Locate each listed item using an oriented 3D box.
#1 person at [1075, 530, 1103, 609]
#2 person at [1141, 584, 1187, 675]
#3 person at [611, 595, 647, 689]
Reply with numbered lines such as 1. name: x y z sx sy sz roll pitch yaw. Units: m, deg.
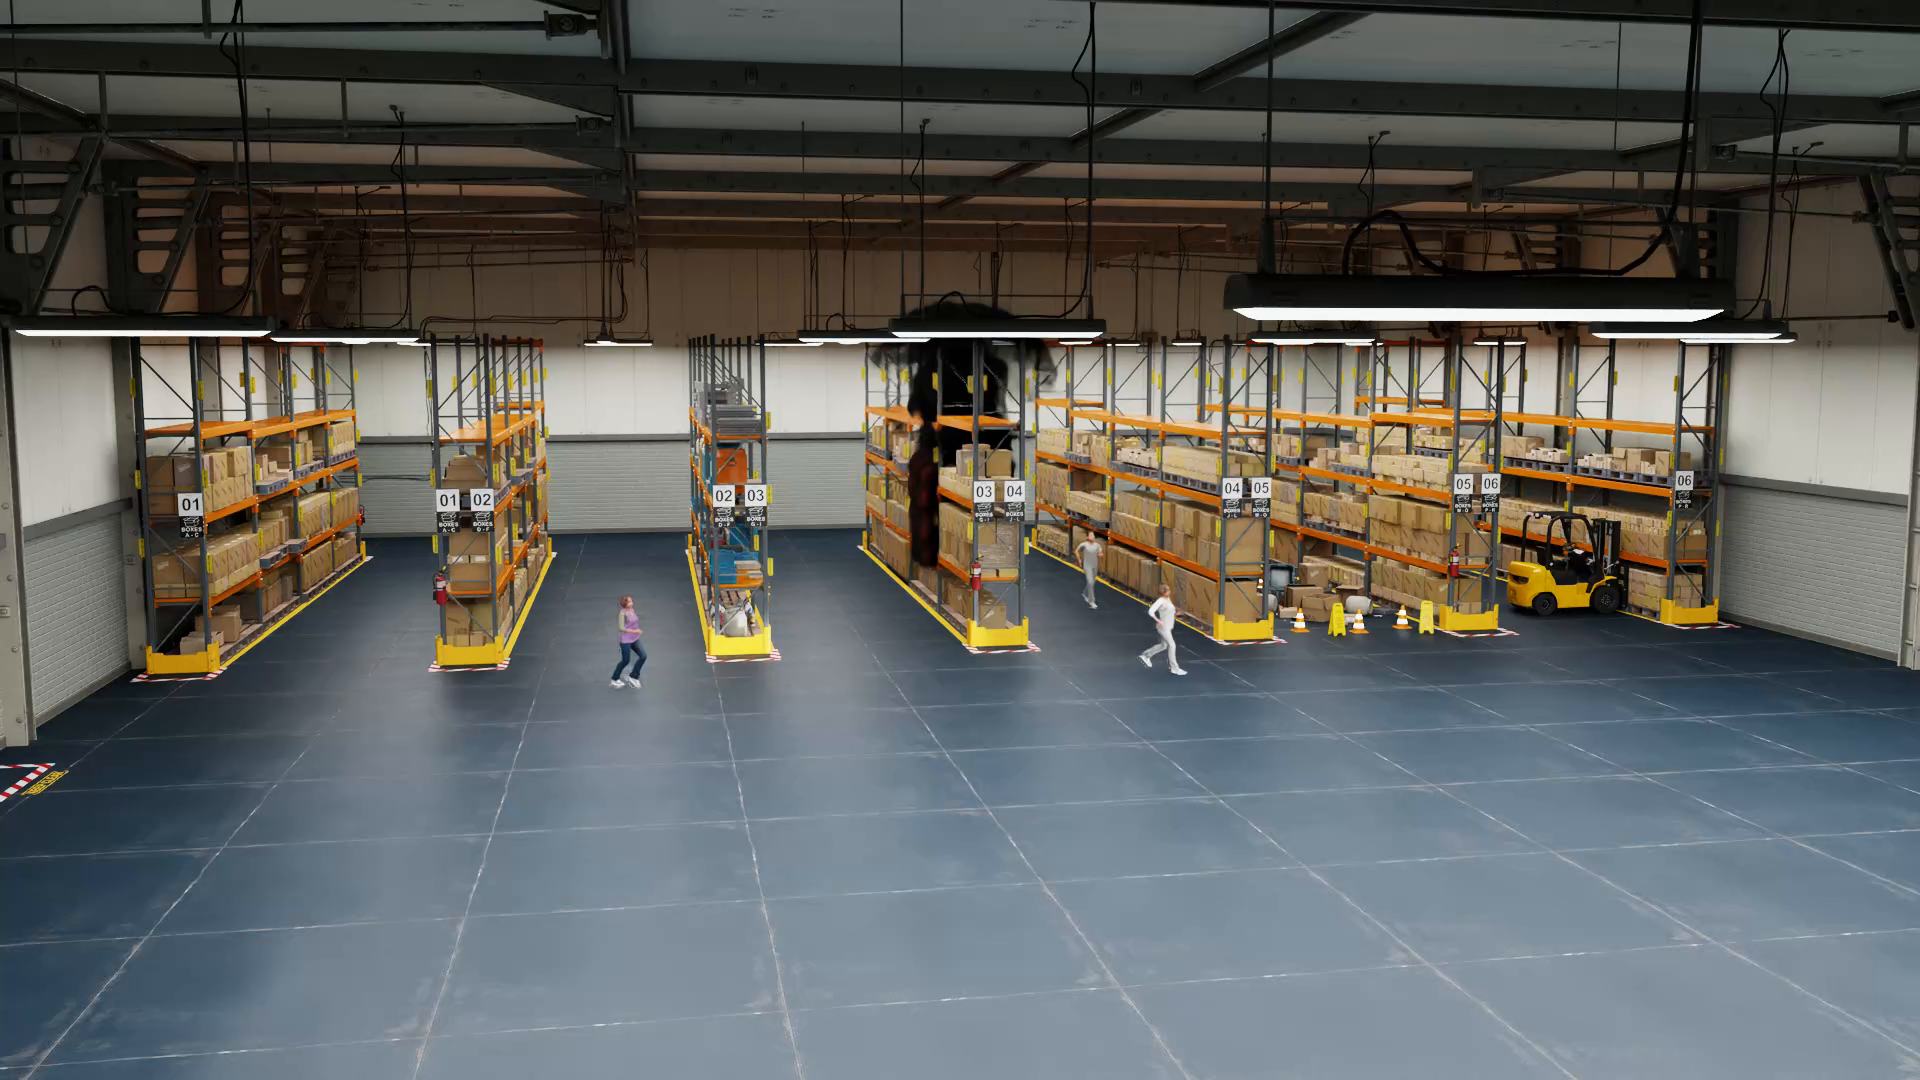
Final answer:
1. person: 2.904 0.627 37.089 0.552 1.692 0.904 -3 7 -22
2. person: 3.593 1.561 29.345 0.886 1.578 0.541 3 7 25
3. person: -5.600 1.726 28.096 0.665 1.605 0.543 3 7 24
